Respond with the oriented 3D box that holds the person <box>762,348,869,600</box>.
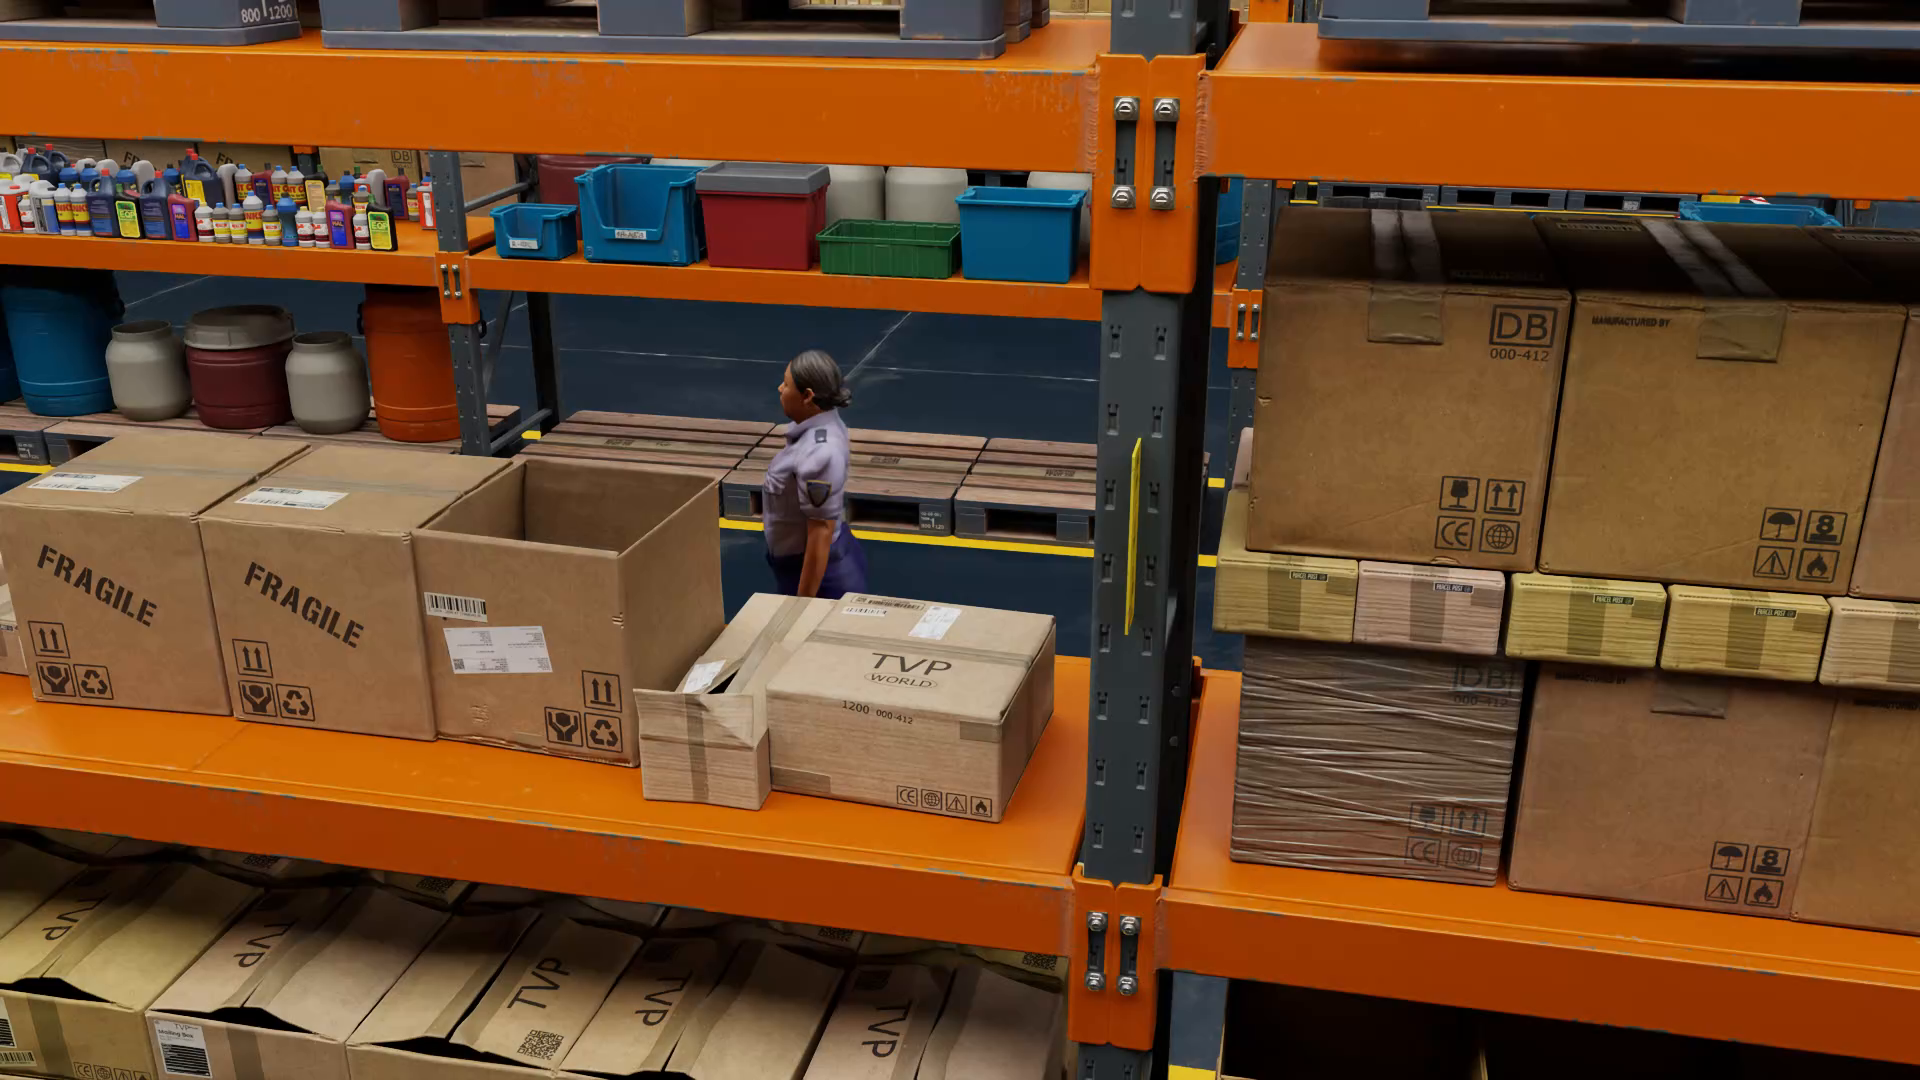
[{"bbox_3d":[-0.440,0.154,5.678,0.454,1.649,0.501,-1,22,-2],"label":"person"}]
